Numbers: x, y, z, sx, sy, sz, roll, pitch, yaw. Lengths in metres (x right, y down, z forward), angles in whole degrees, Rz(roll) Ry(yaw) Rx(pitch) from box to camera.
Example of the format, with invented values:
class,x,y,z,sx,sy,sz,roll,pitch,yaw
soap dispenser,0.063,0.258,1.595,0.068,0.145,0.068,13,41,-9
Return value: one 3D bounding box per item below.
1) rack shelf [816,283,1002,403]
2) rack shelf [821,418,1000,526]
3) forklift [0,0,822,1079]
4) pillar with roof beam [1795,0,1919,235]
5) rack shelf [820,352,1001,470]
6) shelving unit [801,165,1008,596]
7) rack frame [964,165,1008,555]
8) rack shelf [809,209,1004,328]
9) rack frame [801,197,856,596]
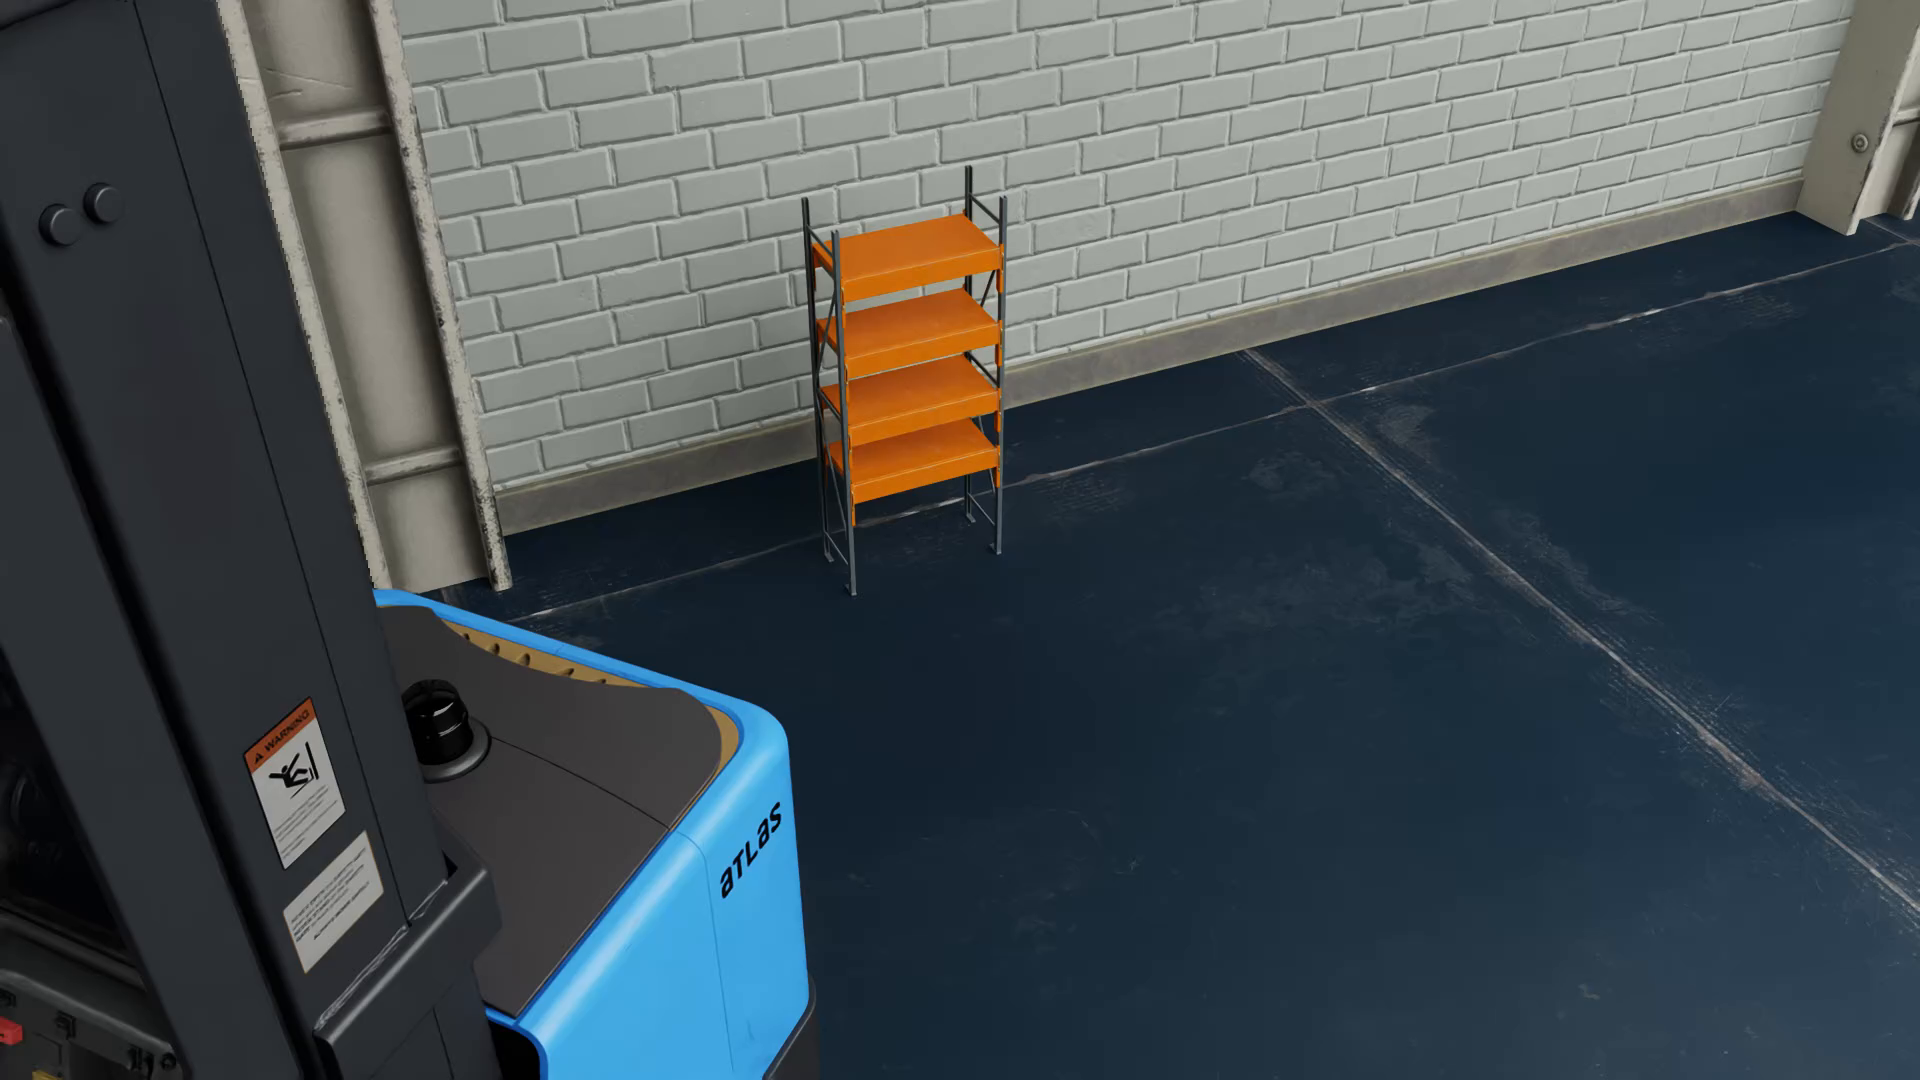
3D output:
class,x,y,z,sx,sy,sz,roll,pitch,yaw
rack shelf,-0.150,-0.566,4.743,0.480,0.148,0.258,-16,39,-20
rack shelf,-0.150,-0.226,4.994,0.480,0.148,0.258,-16,39,-20
forklift,-1.370,0.680,1.873,1.130,2.935,3.031,15,39,20
pillar with roof beam,5.657,-2.701,1.338,0.400,9.000,9.100,-16,39,-20
rack shelf,-0.150,-0.386,4.876,0.480,0.148,0.258,-16,39,-20
shelving unit,-0.150,-0.440,4.836,0.503,1.200,0.258,-16,39,-20
rack frame,0.071,-0.502,4.919,0.015,1.200,0.240,-16,39,-20
rack shelf,-0.150,-0.756,4.602,0.480,0.148,0.258,-16,39,-20
rack frame,-0.371,-0.378,4.753,0.015,1.200,0.240,-16,39,-20
